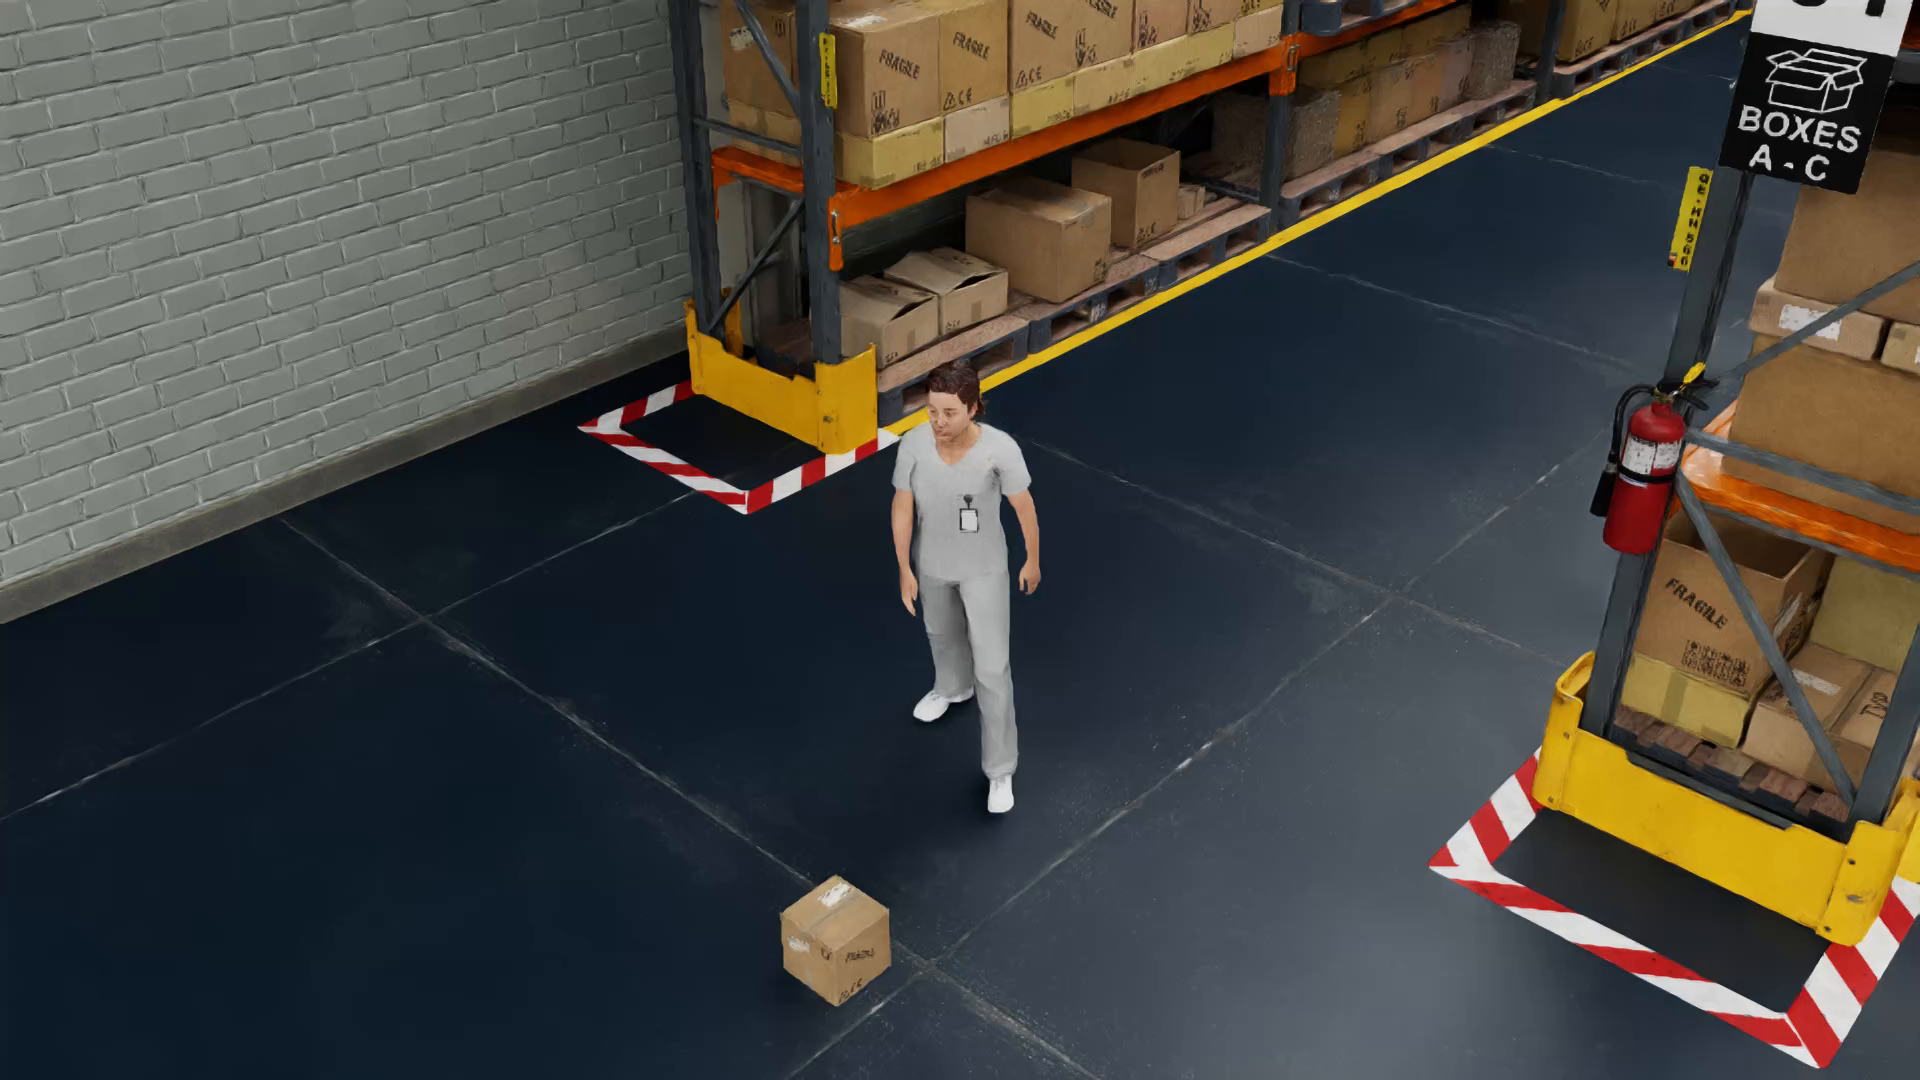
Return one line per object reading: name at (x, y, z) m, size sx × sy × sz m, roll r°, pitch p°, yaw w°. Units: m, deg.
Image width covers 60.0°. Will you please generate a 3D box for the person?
person at (0.030, 0.103, 5.980) m, size 0.559 × 1.640 × 0.721 m, roll 11°, pitch 33°, yaw 17°
